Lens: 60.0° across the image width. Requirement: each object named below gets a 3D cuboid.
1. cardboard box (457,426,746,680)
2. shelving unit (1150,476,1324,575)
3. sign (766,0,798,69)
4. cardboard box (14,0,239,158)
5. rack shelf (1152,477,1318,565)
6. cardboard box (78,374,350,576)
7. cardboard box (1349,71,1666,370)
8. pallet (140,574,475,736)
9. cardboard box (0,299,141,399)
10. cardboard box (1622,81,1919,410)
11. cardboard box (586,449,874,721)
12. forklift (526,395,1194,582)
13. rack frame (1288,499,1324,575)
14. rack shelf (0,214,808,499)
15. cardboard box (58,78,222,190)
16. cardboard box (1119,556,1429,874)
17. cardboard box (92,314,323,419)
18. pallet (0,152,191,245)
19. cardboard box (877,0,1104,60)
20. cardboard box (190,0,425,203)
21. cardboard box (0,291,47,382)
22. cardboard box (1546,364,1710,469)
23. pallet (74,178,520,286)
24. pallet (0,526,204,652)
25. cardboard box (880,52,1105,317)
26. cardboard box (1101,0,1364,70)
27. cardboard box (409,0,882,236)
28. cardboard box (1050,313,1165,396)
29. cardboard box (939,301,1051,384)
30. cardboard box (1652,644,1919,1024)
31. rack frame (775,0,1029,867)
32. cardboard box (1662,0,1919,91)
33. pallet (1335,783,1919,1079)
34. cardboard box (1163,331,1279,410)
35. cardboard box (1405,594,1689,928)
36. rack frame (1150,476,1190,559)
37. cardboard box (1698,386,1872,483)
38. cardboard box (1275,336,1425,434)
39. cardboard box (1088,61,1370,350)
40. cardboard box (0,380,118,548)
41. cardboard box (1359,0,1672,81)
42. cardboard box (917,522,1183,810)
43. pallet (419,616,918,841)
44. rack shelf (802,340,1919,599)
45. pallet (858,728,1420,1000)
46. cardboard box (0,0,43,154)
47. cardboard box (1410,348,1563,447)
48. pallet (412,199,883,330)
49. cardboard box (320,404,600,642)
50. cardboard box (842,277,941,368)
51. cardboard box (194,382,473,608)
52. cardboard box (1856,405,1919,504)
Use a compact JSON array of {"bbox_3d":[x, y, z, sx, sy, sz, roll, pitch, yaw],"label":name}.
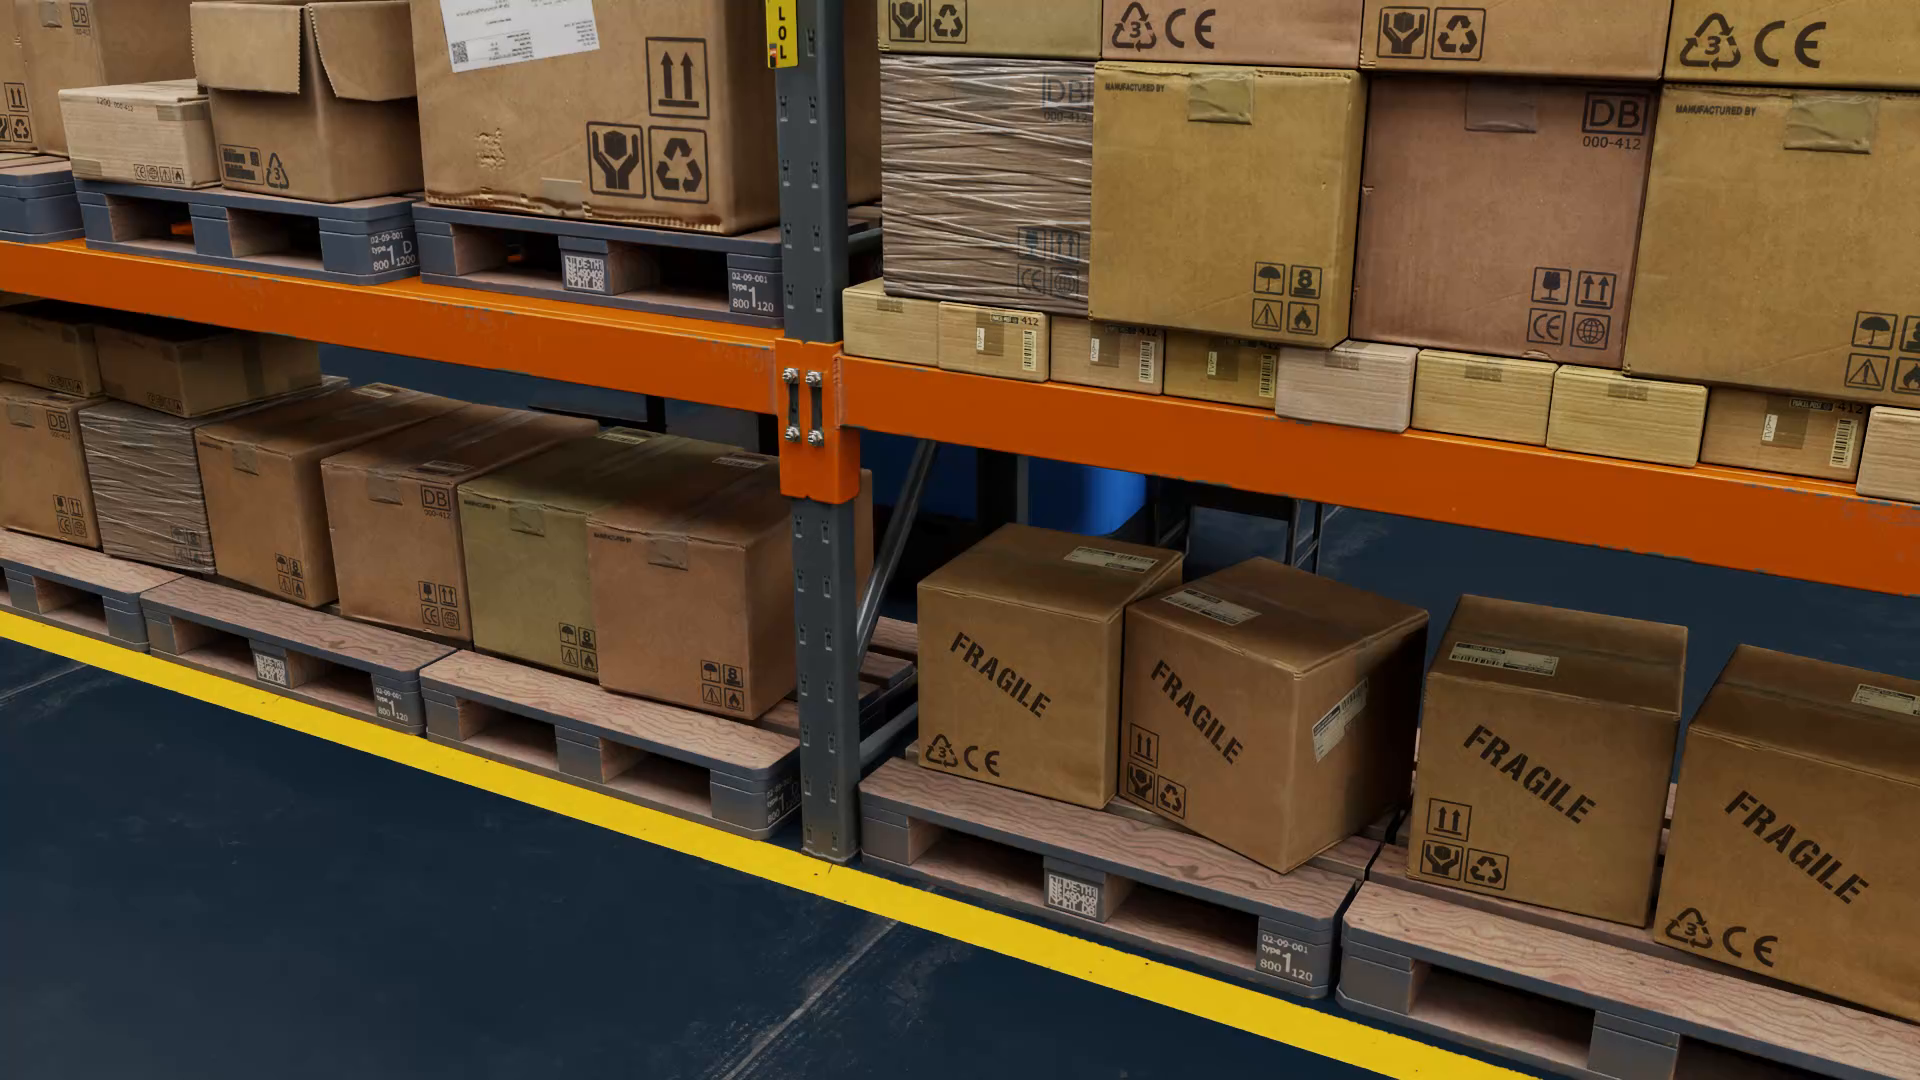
[{"bbox_3d":[-1.033,0.018,4.938,0.500,0.500,0.700,11,22,27],"label":"cardboard box"},{"bbox_3d":[0.992,-0.830,5.561,0.503,2.100,0.431,11,23,24],"label":"shelving unit"},{"bbox_3d":[-0.367,-1.135,3.399,0.005,0.325,0.100,11,23,27],"label":"sign"},{"bbox_3d":[-2.565,-1.526,5.410,0.500,0.500,0.700,15,25,35],"label":"cardboard box"},{"bbox_3d":[0.980,-0.162,5.810,0.480,0.518,0.431,11,23,24],"label":"rack shelf"},{"bbox_3d":[-2.507,-0.260,5.704,0.500,0.500,0.700,9,22,23],"label":"cardboard box"},{"bbox_3d":[1.168,-0.704,3.324,0.500,0.500,0.875,11,23,27],"label":"cardboard box"},{"bbox_3d":[-1.849,0.222,5.443,1.213,0.211,1.003,11,23,27],"label":"pallet"},{"bbox_3d":[-2.992,-0.704,5.828,0.500,0.250,0.500,12,23,29],"label":"cardboard box"},{"bbox_3d":[1.584,-0.608,3.061,0.500,0.500,0.875,11,23,27],"label":"cardboard box"},{"bbox_3d":[-0.625,0.103,4.704,0.500,0.500,0.700,9,22,23],"label":"cardboard box"},{"bbox_3d":[-0.666,-1.460,6.093,3.031,2.935,1.130,9,22,23],"label":"forklift"},{"bbox_3d":[1.210,-0.789,5.460,0.015,2.100,0.400,11,23,24],"label":"rack frame"},{"bbox_3d":[-1.846,-0.751,5.093,4.000,0.370,1.077,11,23,27],"label":"rack shelf"},{"bbox_3d":[-2.241,-1.202,4.884,0.500,0.250,0.500,10,22,26],"label":"cardboard box"},{"bbox_3d":[0.734,0.392,3.935,0.500,0.500,0.500,-17,26,-39],"label":"cardboard box"},{"bbox_3d":[-2.524,-0.619,5.593,0.500,0.250,0.500,14,24,33],"label":"cardboard box"},{"bbox_3d":[-2.918,-1.245,5.680,1.003,0.211,1.213,11,23,27],"label":"pallet"},{"bbox_3d":[0.169,-1.263,3.400,0.500,0.500,0.500,11,23,27],"label":"cardboard box"},{"bbox_3d":[-1.658,-1.264,4.683,0.637,0.503,0.797,13,24,33],"label":"cardboard box"},{"bbox_3d":[-4.184,-0.742,6.511,0.875,0.875,1.225,10,22,25],"label":"cardboard box"},{"bbox_3d":[1.257,-0.268,3.074,0.250,0.149,0.380,11,23,27],"label":"cardboard box"},{"bbox_3d":[-1.844,-1.015,5.046,1.213,0.211,1.003,11,23,27],"label":"pallet"},{"bbox_3d":[-2.910,0.019,6.003,1.213,0.211,1.003,11,23,27],"label":"pallet"},{"bbox_3d":[0.263,-0.851,3.728,0.500,0.500,0.875,11,23,27],"label":"cardboard box"},{"bbox_3d":[0.606,-1.181,3.172,0.500,0.500,0.500,11,23,27],"label":"cardboard box"},{"bbox_3d":[-0.725,-1.410,4.358,1.000,1.000,1.000,11,23,28],"label":"cardboard box"},{"bbox_3d":[0.385,-0.435,3.533,0.250,0.149,0.380,11,23,27],"label":"cardboard box"},{"bbox_3d":[0.153,-0.468,3.625,0.250,0.149,0.380,11,23,27],"label":"cardboard box"},{"bbox_3d":[1.779,0.578,3.423,0.500,0.500,0.500,13,24,32],"label":"cardboard box"},{"bbox_3d":[-0.100,-0.757,4.053,0.127,3.000,1.000,11,23,27],"label":"rack frame"},{"bbox_3d":[1.484,-1.018,2.722,0.500,0.500,0.500,11,23,27],"label":"cardboard box"},{"bbox_3d":[1.573,0.858,3.691,1.213,0.211,1.003,11,23,27],"label":"pallet"},{"bbox_3d":[0.608,-0.396,3.427,0.250,0.149,0.380,11,23,27],"label":"cardboard box"},{"bbox_3d":[1.314,0.472,3.715,0.500,0.500,0.500,9,22,23],"label":"cardboard box"},{"bbox_3d":[0.773,-0.872,5.661,0.015,2.100,0.400,11,23,24],"label":"rack frame"},{"bbox_3d":[1.498,-0.240,2.997,0.250,0.149,0.380,11,23,27],"label":"cardboard box"},{"bbox_3d":[0.806,-0.342,3.278,0.250,0.149,0.380,11,23,27],"label":"cardboard box"},{"bbox_3d":[0.682,-0.757,3.470,0.500,0.500,0.875,11,23,27],"label":"cardboard box"},{"bbox_3d":[-2.997,-0.348,5.947,0.500,0.500,0.700,10,22,24],"label":"cardboard box"},{"bbox_3d":[1.043,-1.097,2.942,0.500,0.500,0.500,11,23,27],"label":"cardboard box"},{"bbox_3d":[0.230,0.299,4.192,0.500,0.500,0.500,10,22,26],"label":"cardboard box"},{"bbox_3d":[-0.780,0.425,4.884,1.213,0.211,1.003,11,23,27],"label":"pallet"},{"bbox_3d":[1.646,-0.086,3.259,4.000,0.370,1.077,11,23,27],"label":"rack shelf"},{"bbox_3d":[0.504,0.655,4.250,1.213,0.211,1.003,11,23,27],"label":"pallet"},{"bbox_3d":[-3.101,-1.589,5.584,0.500,0.500,0.500,8,21,21],"label":"cardboard box"},{"bbox_3d":[1.044,-0.313,3.198,0.250,0.149,0.380,11,23,27],"label":"cardboard box"},{"bbox_3d":[-0.696,-0.837,4.556,1.213,0.211,1.003,11,23,27],"label":"pallet"},{"bbox_3d":[-1.521,-0.075,5.194,0.500,0.500,0.700,9,22,23],"label":"cardboard box"},{"bbox_3d":[-0.059,-0.514,3.751,0.250,0.149,0.380,11,23,27],"label":"cardboard box"},{"bbox_3d":[-2.008,-0.168,5.449,0.500,0.500,0.700,13,24,32],"label":"cardboard box"},{"bbox_3d":[1.682,-0.178,2.825,0.250,0.149,0.380,11,23,27],"label":"cardboard box"}]
